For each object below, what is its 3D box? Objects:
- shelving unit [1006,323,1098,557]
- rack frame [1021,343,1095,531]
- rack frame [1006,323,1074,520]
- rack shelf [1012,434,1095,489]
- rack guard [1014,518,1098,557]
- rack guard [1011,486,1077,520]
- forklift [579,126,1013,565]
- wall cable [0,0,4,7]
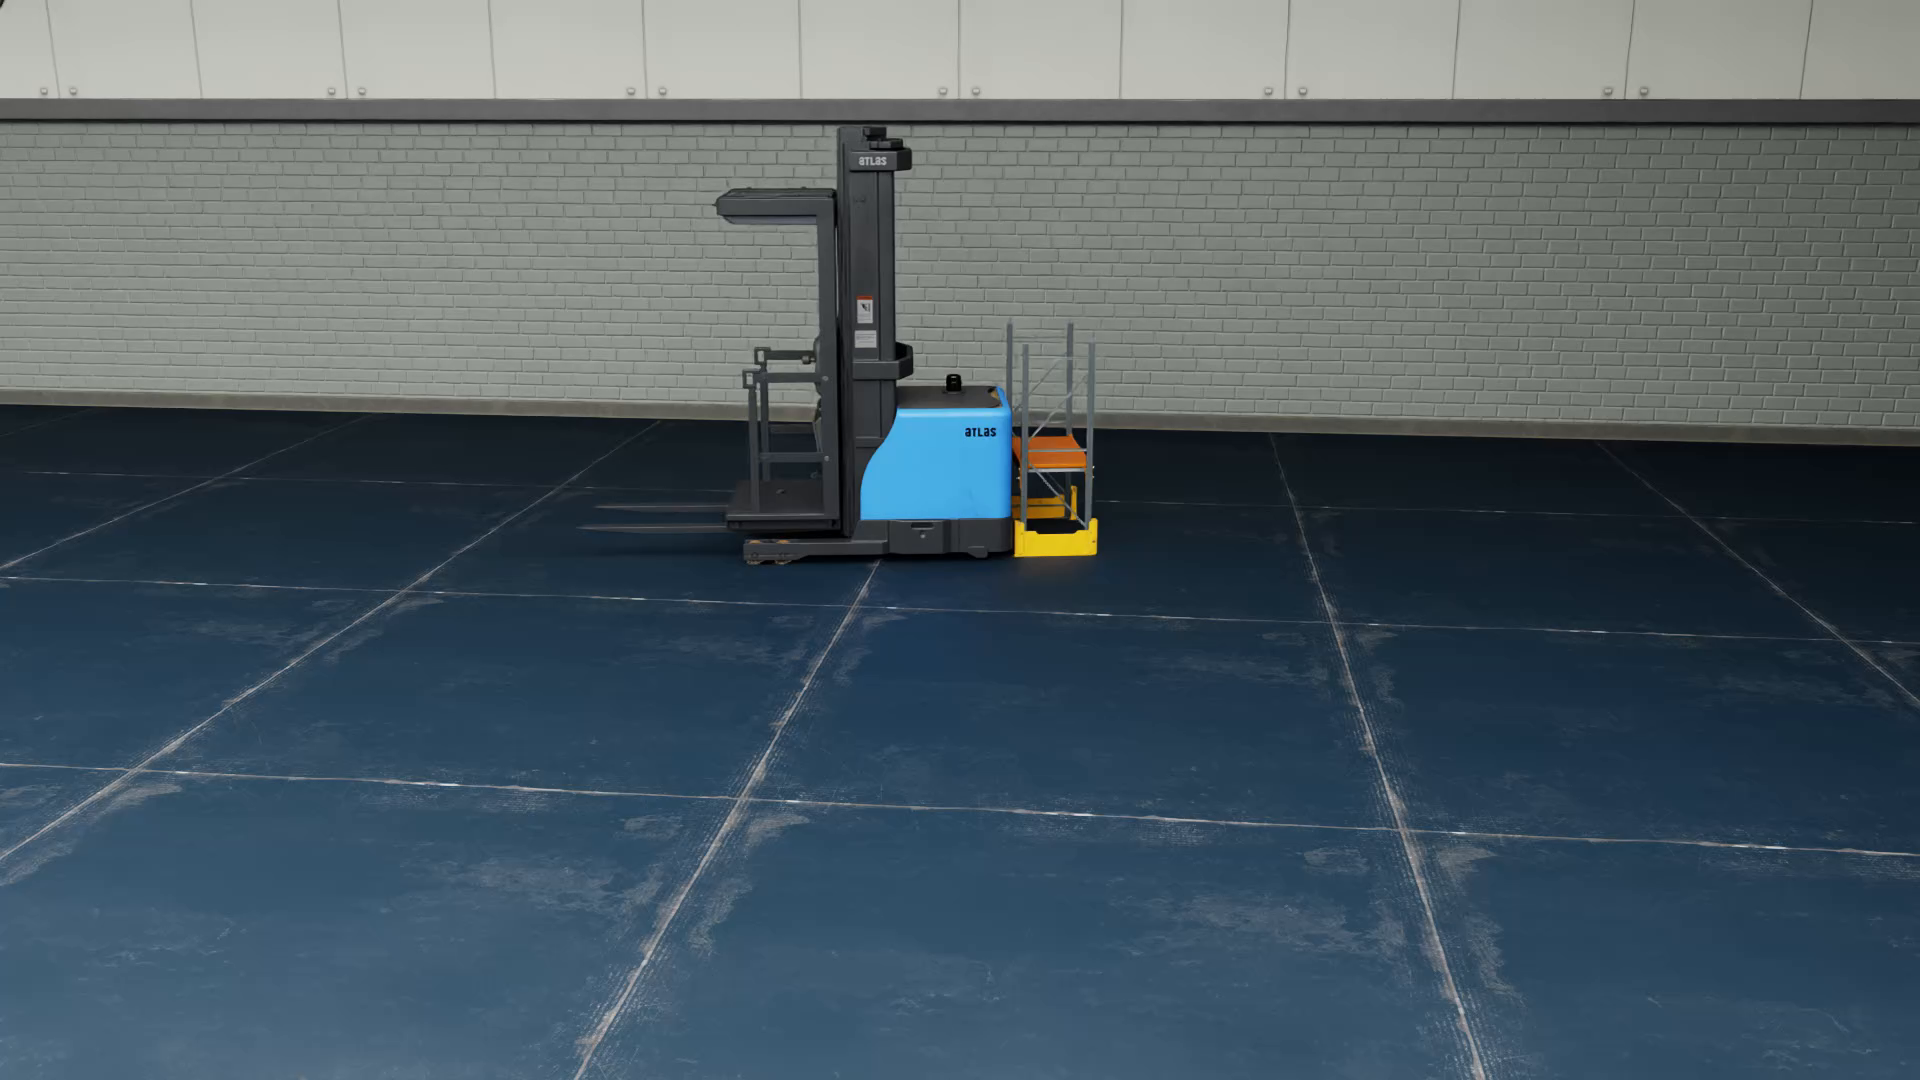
[{"bbox_3d":[0.637,-0.751,12.065,0.587,1.500,1.083,-1,15,-4],"label":"shelving unit"},{"bbox_3d":[0.677,-0.621,11.584,0.500,1.500,0.032,-1,15,-4],"label":"rack frame"},{"bbox_3d":[0.596,-0.885,12.562,0.500,1.500,0.032,-1,15,-4],"label":"rack frame"},{"bbox_3d":[0.636,-0.579,12.120,0.538,0.185,1.000,-1,15,-4],"label":"rack shelf"},{"bbox_3d":[0.676,-0.018,11.748,0.587,0.250,0.087,-1,15,-4],"label":"rack guard"},{"bbox_3d":[0.597,-0.277,12.707,0.587,0.250,0.087,-1,15,-4],"label":"rack guard"},{"bbox_3d":[-1.159,-1.384,11.666,3.031,2.935,1.130,-1,15,-2],"label":"forklift"},{"bbox_3d":[-10.445,-7.409,15.809,2.305,6.003,0.169,2,15,6],"label":"wall cable"}]
